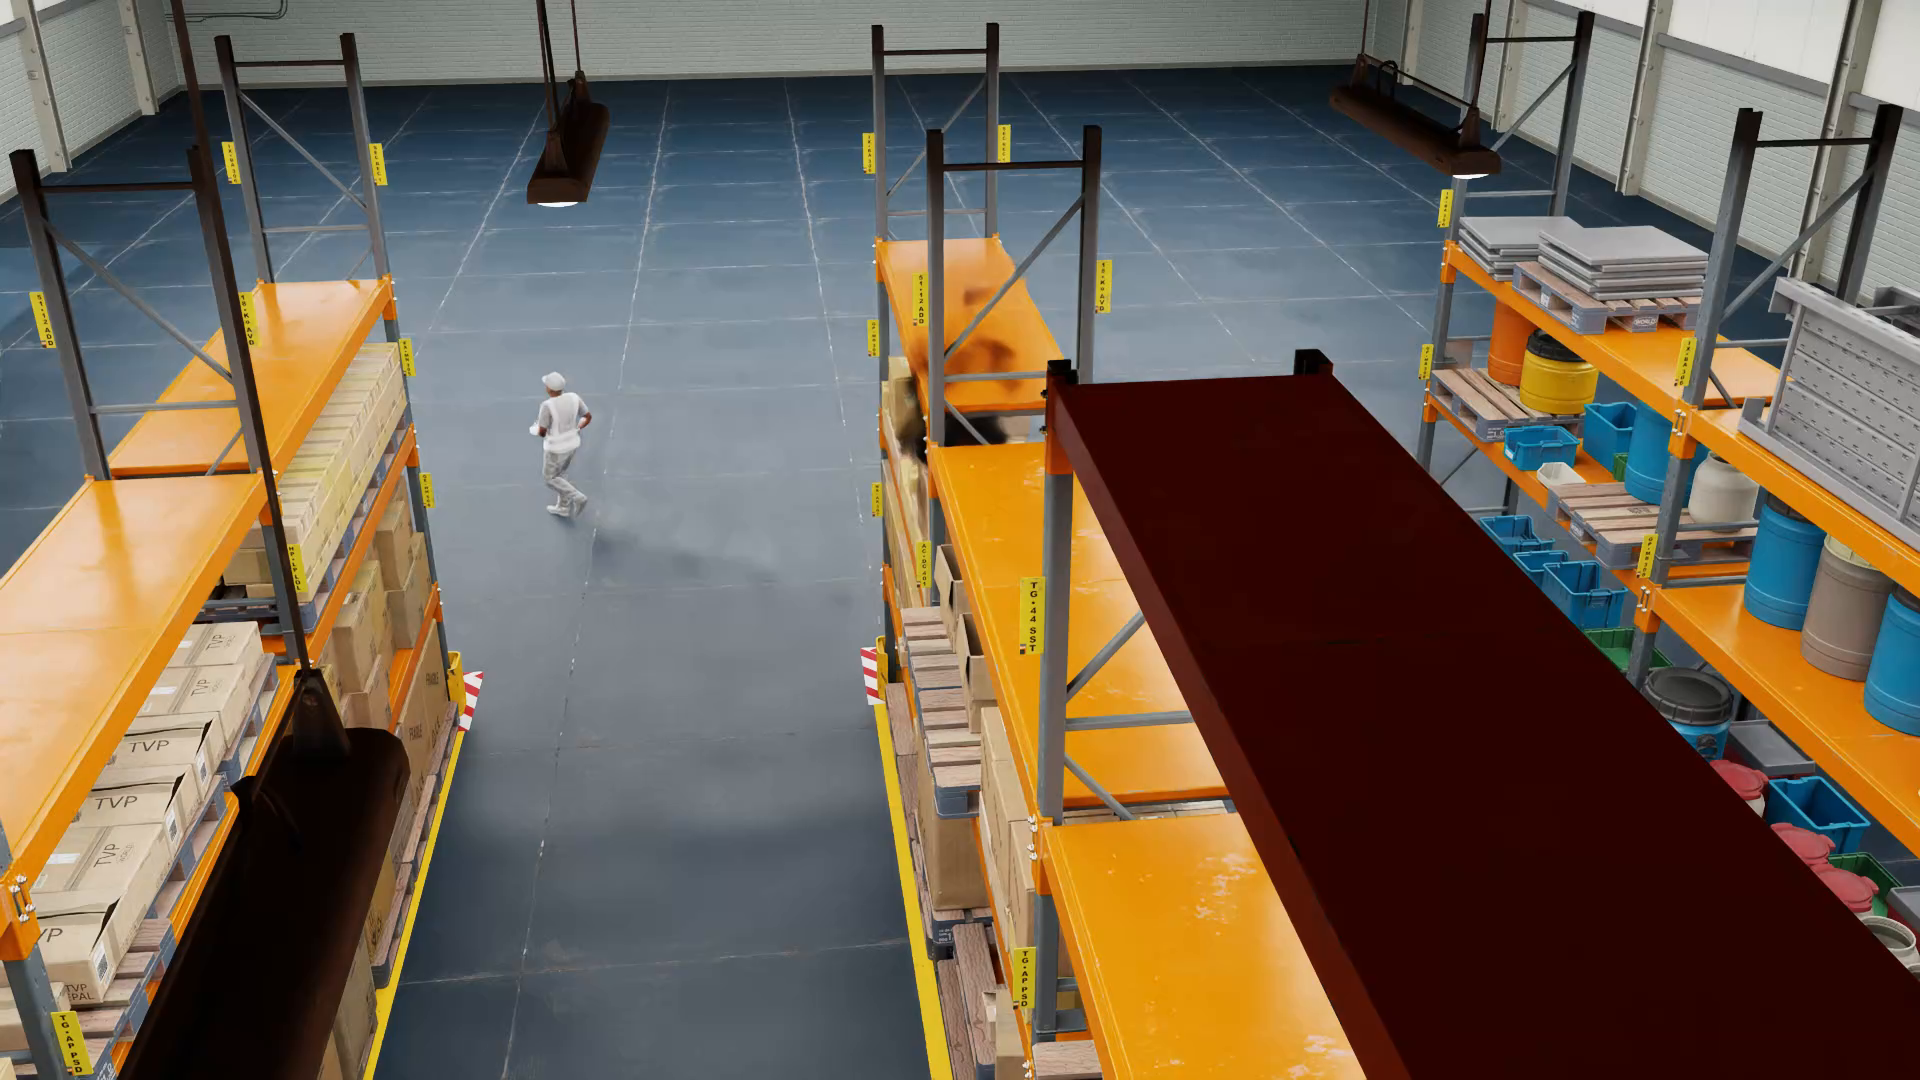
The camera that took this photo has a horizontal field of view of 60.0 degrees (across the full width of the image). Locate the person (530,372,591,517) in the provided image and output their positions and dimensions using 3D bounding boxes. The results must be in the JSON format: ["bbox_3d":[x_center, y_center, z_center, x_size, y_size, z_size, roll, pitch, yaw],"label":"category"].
[{"bbox_3d":[-4.448,-1.048,18.678,0.730,1.746,0.683,16,30,30],"label":"person"}]
